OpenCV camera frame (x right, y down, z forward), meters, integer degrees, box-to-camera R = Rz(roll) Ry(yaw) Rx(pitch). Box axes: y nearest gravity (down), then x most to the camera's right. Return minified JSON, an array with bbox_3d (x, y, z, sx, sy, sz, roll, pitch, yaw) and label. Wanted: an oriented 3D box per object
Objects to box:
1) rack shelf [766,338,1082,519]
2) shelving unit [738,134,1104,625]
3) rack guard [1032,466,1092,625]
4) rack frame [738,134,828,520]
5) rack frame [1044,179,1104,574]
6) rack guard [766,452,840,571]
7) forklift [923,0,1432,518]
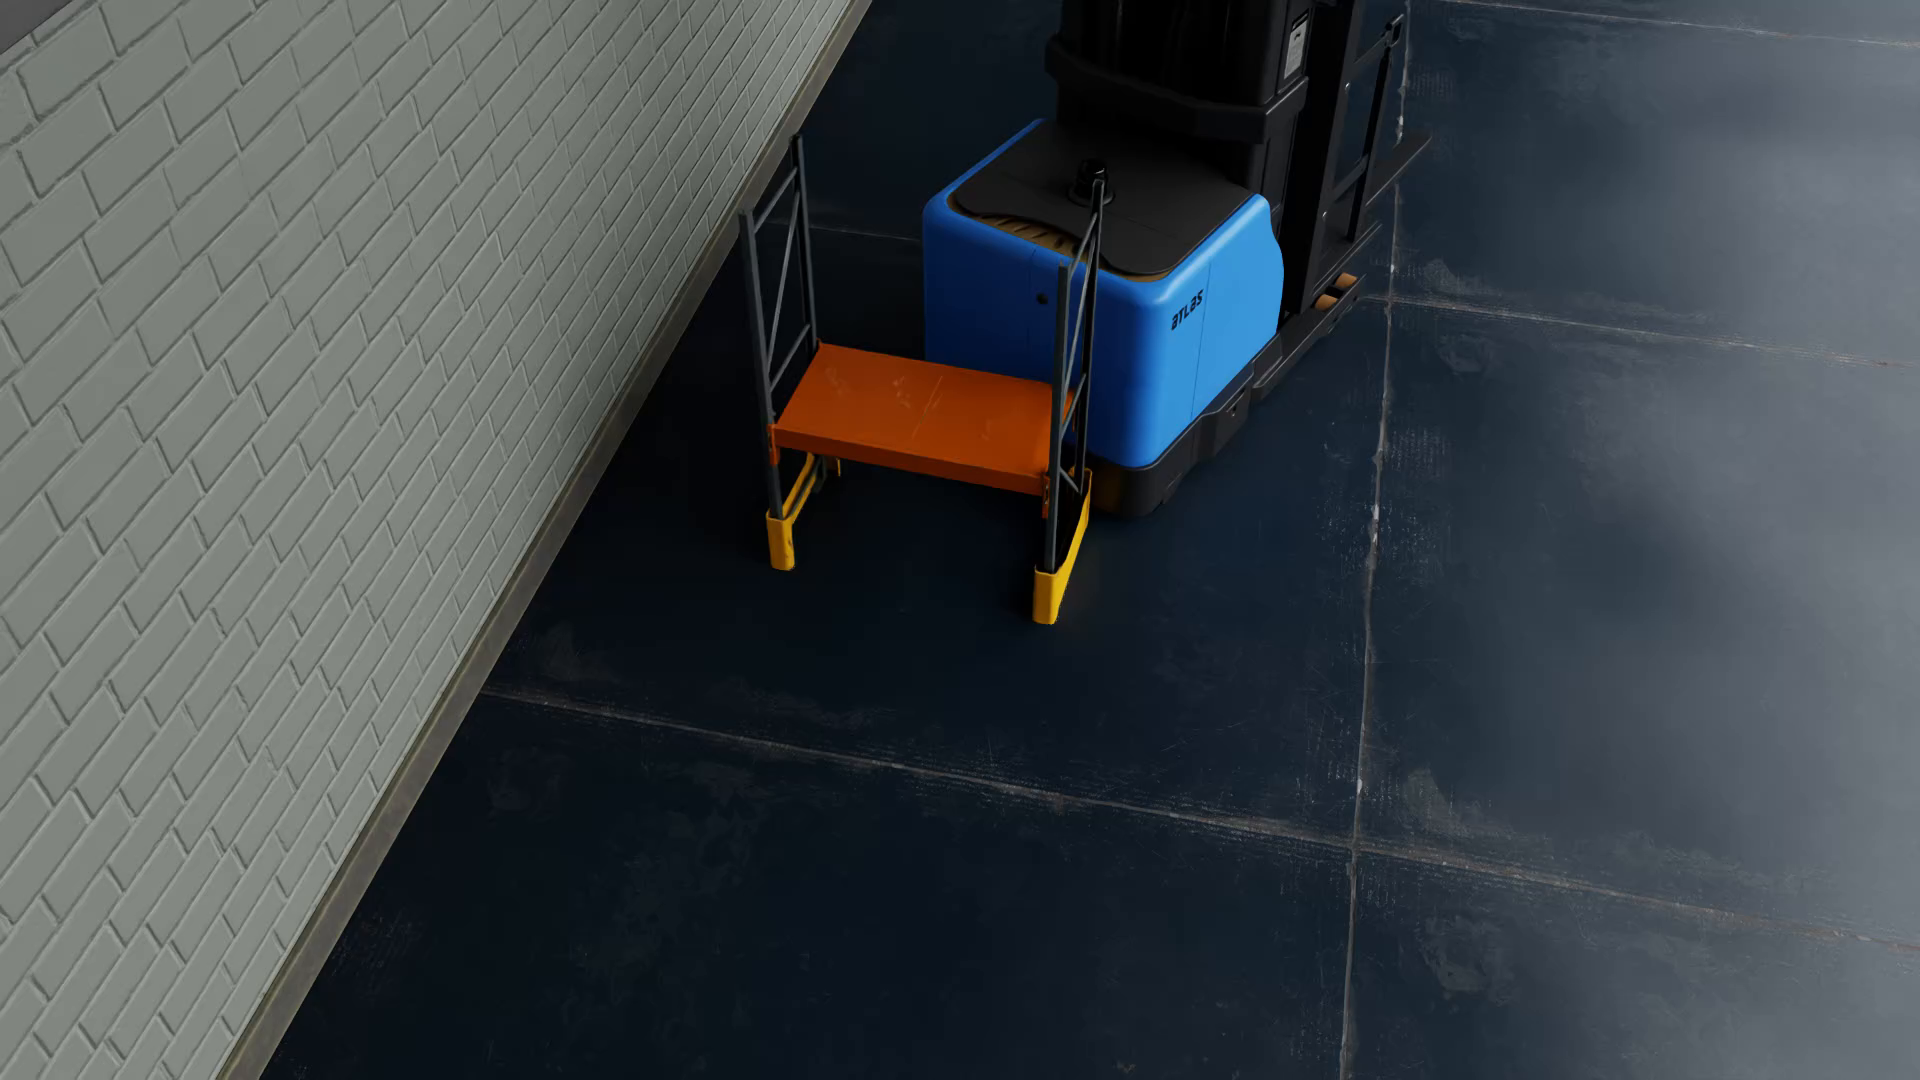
[{"bbox_3d":[-0.114,-0.403,5.846,1.000,0.185,0.538,11,45,11],"label":"rack shelf"},{"bbox_3d":[-0.105,-0.531,5.720,1.083,1.500,0.587,11,45,11],"label":"shelving unit"},{"bbox_3d":[0.374,0.015,6.055,0.087,0.250,0.587,11,45,11],"label":"rack guard"},{"bbox_3d":[-0.603,-0.629,5.822,0.032,1.500,0.500,11,45,11],"label":"rack frame"},{"bbox_3d":[0.375,-0.435,5.621,0.032,1.500,0.500,11,45,11],"label":"rack frame"},{"bbox_3d":[-0.584,-0.175,6.252,0.087,0.250,0.587,11,45,11],"label":"rack guard"},{"bbox_3d":[1.112,-2.122,6.341,1.130,2.935,3.031,26,50,25],"label":"forklift"}]
